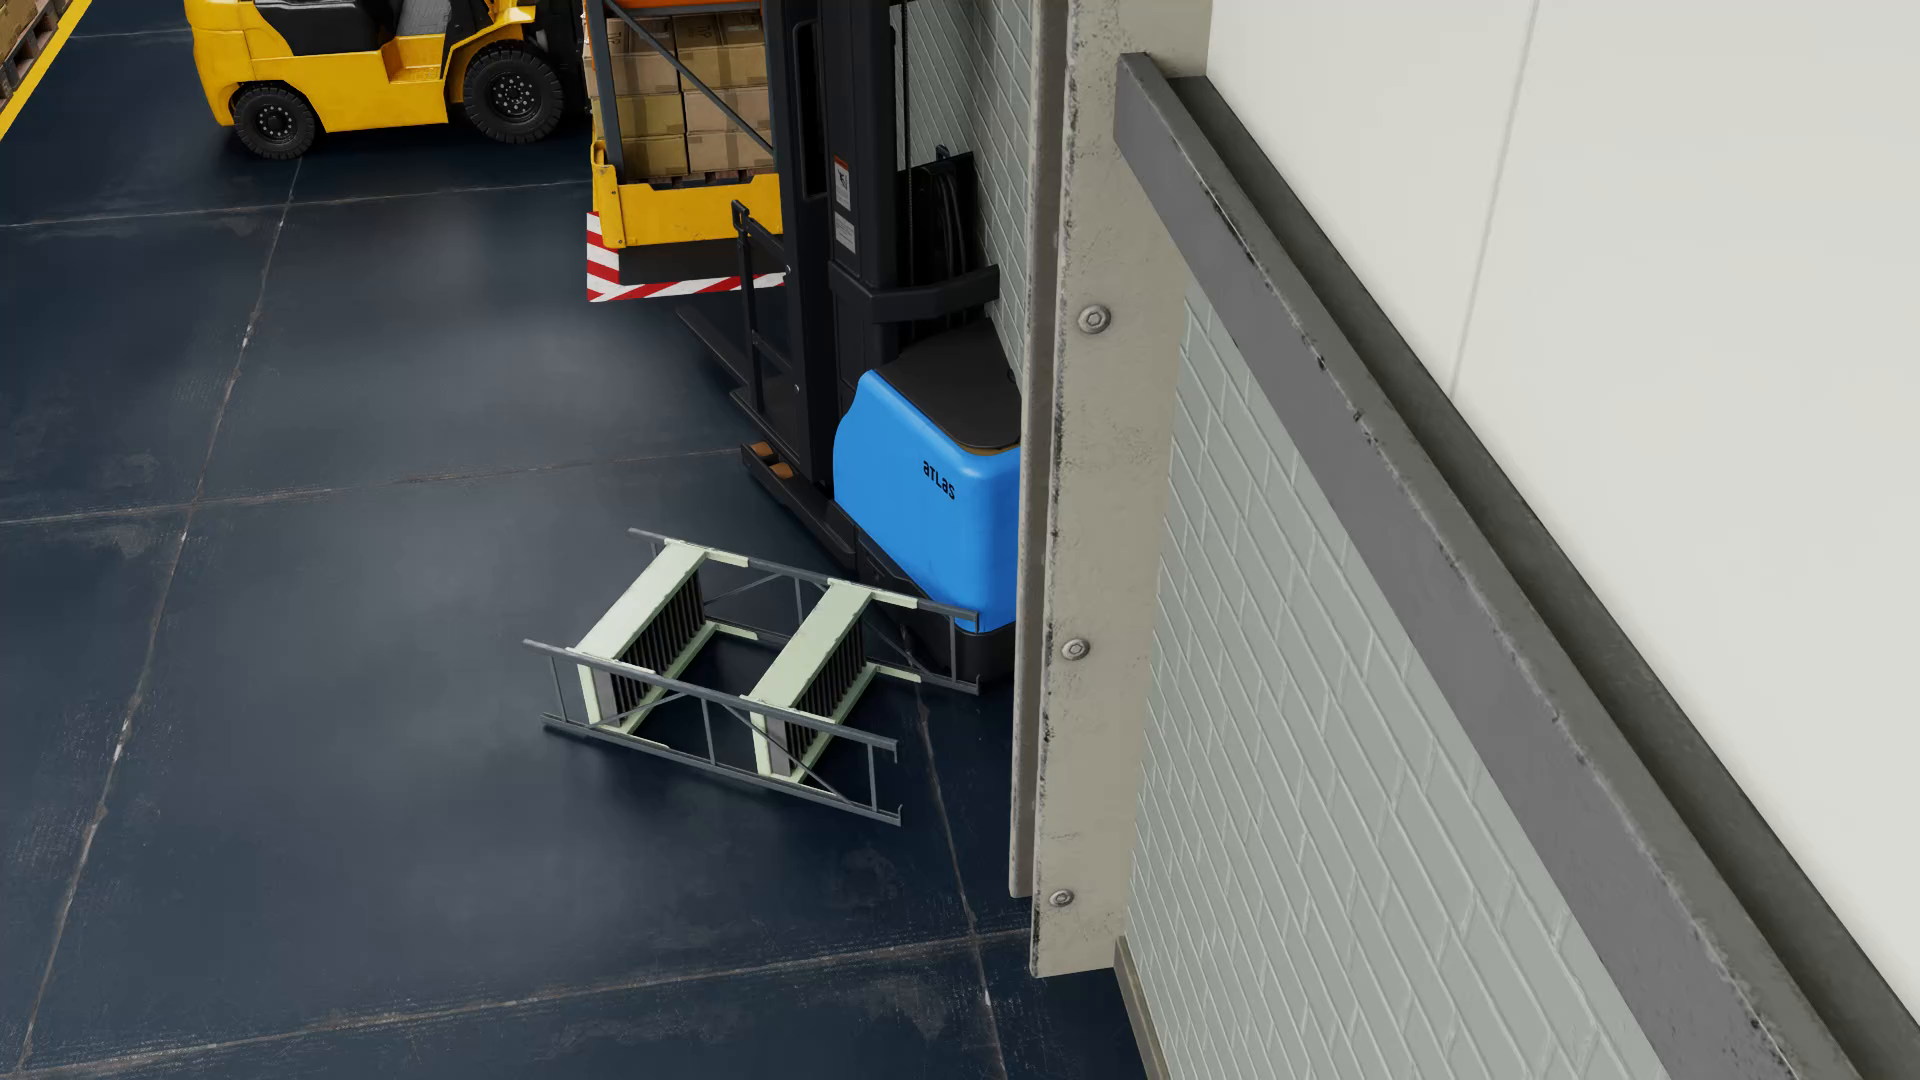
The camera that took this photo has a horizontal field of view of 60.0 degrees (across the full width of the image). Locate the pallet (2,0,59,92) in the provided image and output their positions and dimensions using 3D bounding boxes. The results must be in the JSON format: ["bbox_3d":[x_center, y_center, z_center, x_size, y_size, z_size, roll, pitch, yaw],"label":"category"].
[{"bbox_3d":[-6.899,-3.377,11.425,1.003,0.211,1.213,-6,38,-8],"label":"pallet"}]

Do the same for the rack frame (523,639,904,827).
[{"bbox_3d":[-0.901,0.686,5.982,1.500,0.400,0.023,13,39,18],"label":"rack frame"}]

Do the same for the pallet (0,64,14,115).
[{"bbox_3d":[-6.682,-2.639,10.475,1.003,0.211,1.213,-6,38,-8],"label":"pallet"}]

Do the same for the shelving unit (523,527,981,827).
[{"bbox_3d":[-0.762,0.480,6.251,1.500,0.431,0.755,13,39,18],"label":"shelving unit"}]

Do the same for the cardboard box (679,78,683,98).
[{"bbox_3d":[-1.934,-2.843,9.955,0.500,0.250,0.500,-7,38,-8],"label":"cardboard box"}]

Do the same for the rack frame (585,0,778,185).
[{"bbox_3d":[-1.464,-3.001,8.667,1.000,3.000,0.127,-6,38,-8],"label":"rack frame"}]

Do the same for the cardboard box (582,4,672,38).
[{"bbox_3d":[-1.947,-3.028,9.786,0.500,0.250,0.500,-6,38,-7],"label":"cardboard box"}]

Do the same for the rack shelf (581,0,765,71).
[{"bbox_3d":[-1.815,-3.925,10.443,1.077,0.370,4.000,-6,38,-8],"label":"rack shelf"}]

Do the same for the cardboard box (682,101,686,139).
[{"bbox_3d":[-1.935,-2.632,10.092,0.500,0.250,0.500,-6,38,-8],"label":"cardboard box"}]

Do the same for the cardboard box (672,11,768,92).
[{"bbox_3d":[-1.362,-2.786,9.475,0.500,0.250,0.500,-7,38,-9],"label":"cardboard box"}]

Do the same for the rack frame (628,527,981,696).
[{"bbox_3d":[-0.623,0.274,6.519,1.500,0.400,0.023,13,39,18],"label":"rack frame"}]

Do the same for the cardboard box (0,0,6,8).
[{"bbox_3d":[-6.593,-3.621,10.754,0.500,0.500,0.500,-6,38,-7],"label":"cardboard box"}]

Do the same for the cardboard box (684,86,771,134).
[{"bbox_3d":[-1.342,-2.584,9.623,0.500,0.250,0.500,-6,38,-7],"label":"cardboard box"}]

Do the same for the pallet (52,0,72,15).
[{"bbox_3d":[-7.189,-4.249,12.548,1.003,0.211,1.213,-6,38,-8],"label":"pallet"}]

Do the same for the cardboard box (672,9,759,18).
[{"bbox_3d":[-1.453,-3.088,9.863,0.500,0.250,0.500,-6,38,-8],"label":"cardboard box"}]

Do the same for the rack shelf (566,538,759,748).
[{"bbox_3d":[-1.123,0.397,6.374,0.370,0.431,0.720,13,39,18],"label":"rack shelf"}]

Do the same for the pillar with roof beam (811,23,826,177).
[{"bbox_3d":[-4.937,-5.424,6.897,9.100,9.000,0.400,-6,38,-8],"label":"pillar with roof beam"}]

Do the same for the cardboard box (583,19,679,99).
[{"bbox_3d":[-1.852,-2.720,9.390,0.500,0.250,0.500,-5,38,-6],"label":"cardboard box"}]

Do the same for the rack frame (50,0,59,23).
[{"bbox_3d":[-7.051,-4.881,11.087,1.000,3.000,0.127,-6,38,-8],"label":"rack frame"}]

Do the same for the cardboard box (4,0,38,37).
[{"bbox_3d":[-6.683,-3.632,11.379,0.500,0.250,0.500,-5,38,-6],"label":"cardboard box"}]

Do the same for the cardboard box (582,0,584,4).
[{"bbox_3d":[-2.045,-3.332,10.177,0.500,0.250,0.500,-6,38,-7],"label":"cardboard box"}]

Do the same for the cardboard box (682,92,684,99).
[{"bbox_3d":[-1.441,-2.886,10.012,0.500,0.250,0.500,-7,38,-8],"label":"cardboard box"}]

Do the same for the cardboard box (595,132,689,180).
[{"bbox_3d":[-1.857,-2.330,9.704,0.500,0.250,0.500,-6,38,-8],"label":"cardboard box"}]

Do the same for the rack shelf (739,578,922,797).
[{"bbox_3d":[-0.460,0.549,6.148,0.370,0.431,0.720,13,39,18],"label":"rack shelf"}]

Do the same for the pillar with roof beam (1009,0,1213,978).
[{"bbox_3d":[-3.885,-1.800,2.232,9.100,9.000,0.400,-6,38,-8],"label":"pillar with roof beam"}]

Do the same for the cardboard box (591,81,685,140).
[{"bbox_3d":[-1.857,-2.538,9.564,0.500,0.250,0.500,-7,38,-9],"label":"cardboard box"}]

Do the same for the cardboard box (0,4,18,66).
[{"bbox_3d":[-6.580,-3.312,10.967,0.500,0.250,0.500,-7,38,-9],"label":"cardboard box"}]

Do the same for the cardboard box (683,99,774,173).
[{"bbox_3d":[-1.358,-2.398,9.791,0.500,0.250,0.500,-6,38,-8],"label":"cardboard box"}]

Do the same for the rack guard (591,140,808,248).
[{"bbox_3d":[-1.460,-1.999,9.416,1.175,0.500,0.348,-6,38,-8],"label":"rack guard"}]

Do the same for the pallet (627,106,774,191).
[{"bbox_3d":[-1.639,-2.357,10.112,1.003,0.211,1.213,-6,38,-8],"label":"pallet"}]

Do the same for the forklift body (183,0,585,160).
[{"bbox_3d":[-3.593,-3.615,10.150,2.313,2.155,1.214,-6,38,-8],"label":"forklift body"}]

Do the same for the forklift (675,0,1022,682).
[{"bbox_3d":[-0.339,-1.481,6.768,1.130,2.935,3.031,-22,43,-25],"label":"forklift"}]
